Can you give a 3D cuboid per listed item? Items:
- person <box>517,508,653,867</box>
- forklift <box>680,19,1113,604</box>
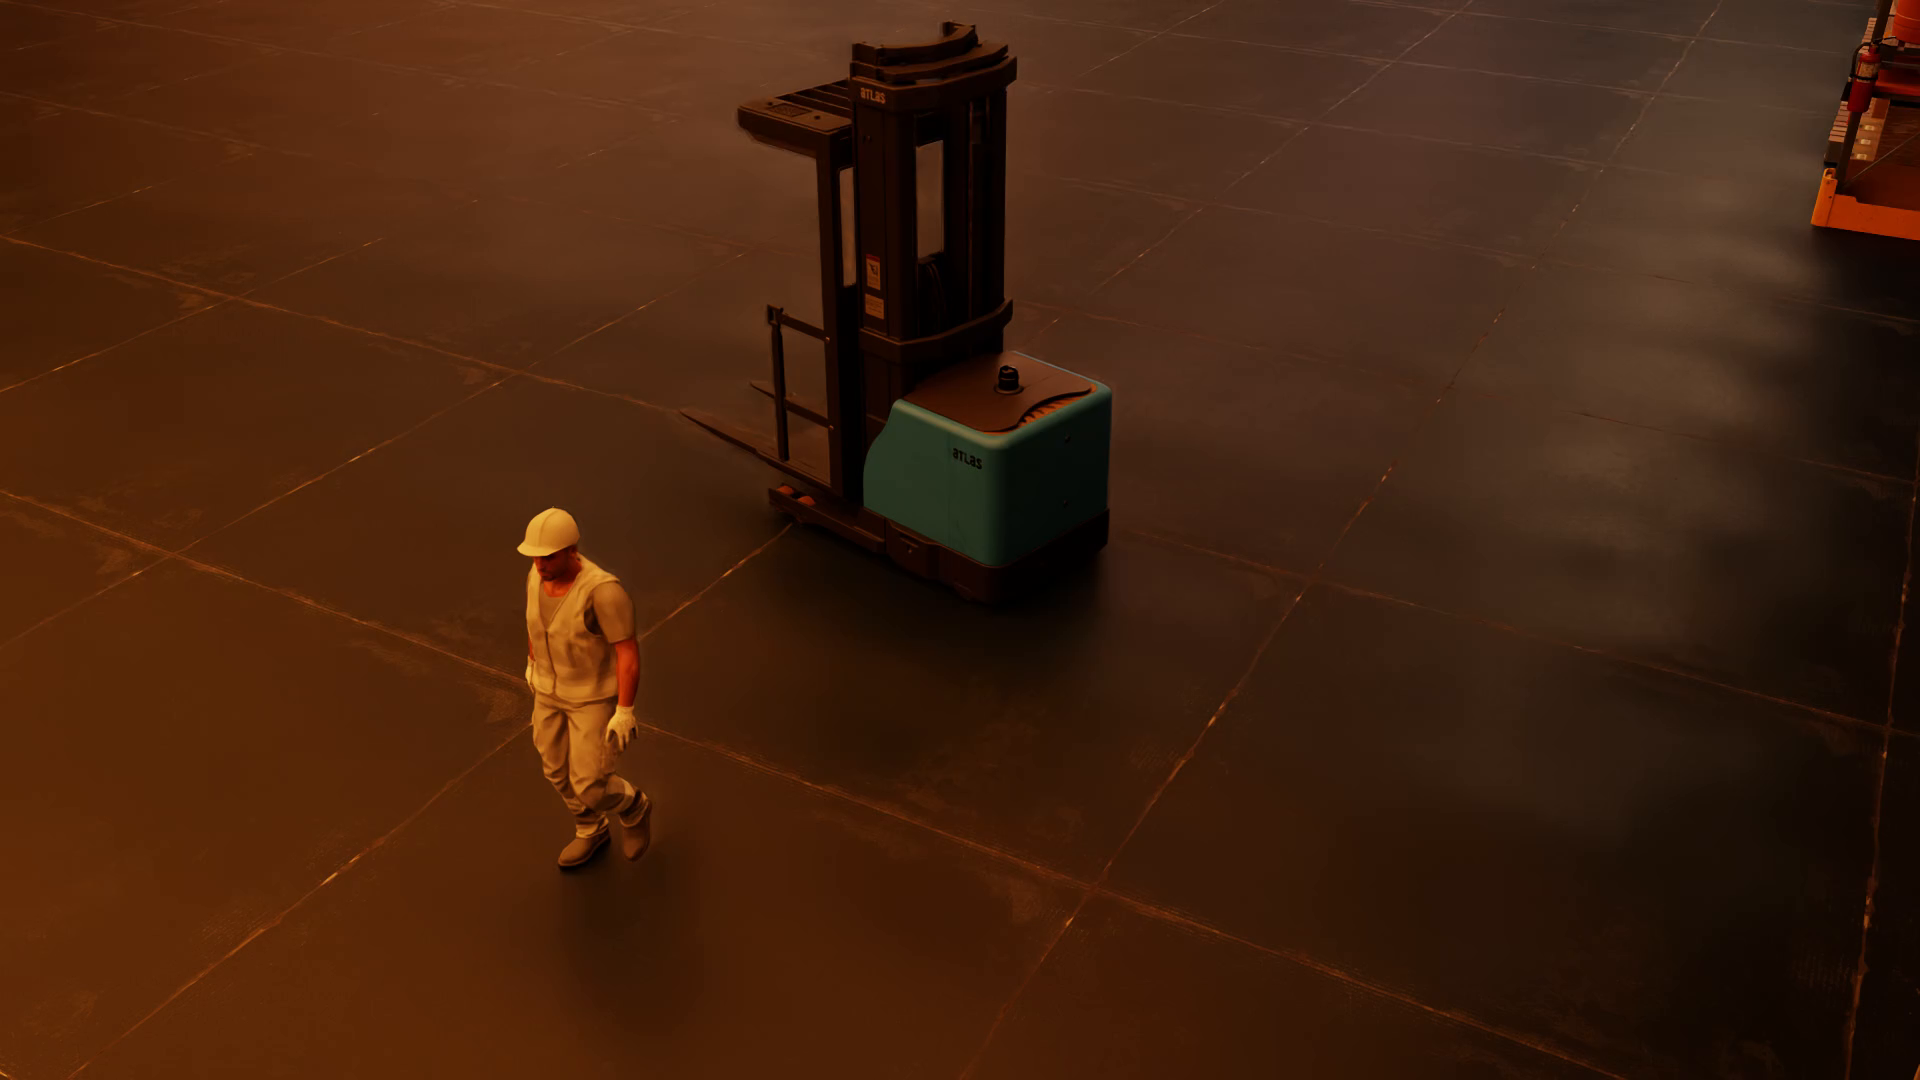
[{"bbox_3d":[-1.641,0.669,7.078,0.719,1.767,0.468,15,33,24],"label":"person"},{"bbox_3d":[-0.538,-1.537,9.734,3.031,2.935,1.130,25,39,37],"label":"forklift"}]
